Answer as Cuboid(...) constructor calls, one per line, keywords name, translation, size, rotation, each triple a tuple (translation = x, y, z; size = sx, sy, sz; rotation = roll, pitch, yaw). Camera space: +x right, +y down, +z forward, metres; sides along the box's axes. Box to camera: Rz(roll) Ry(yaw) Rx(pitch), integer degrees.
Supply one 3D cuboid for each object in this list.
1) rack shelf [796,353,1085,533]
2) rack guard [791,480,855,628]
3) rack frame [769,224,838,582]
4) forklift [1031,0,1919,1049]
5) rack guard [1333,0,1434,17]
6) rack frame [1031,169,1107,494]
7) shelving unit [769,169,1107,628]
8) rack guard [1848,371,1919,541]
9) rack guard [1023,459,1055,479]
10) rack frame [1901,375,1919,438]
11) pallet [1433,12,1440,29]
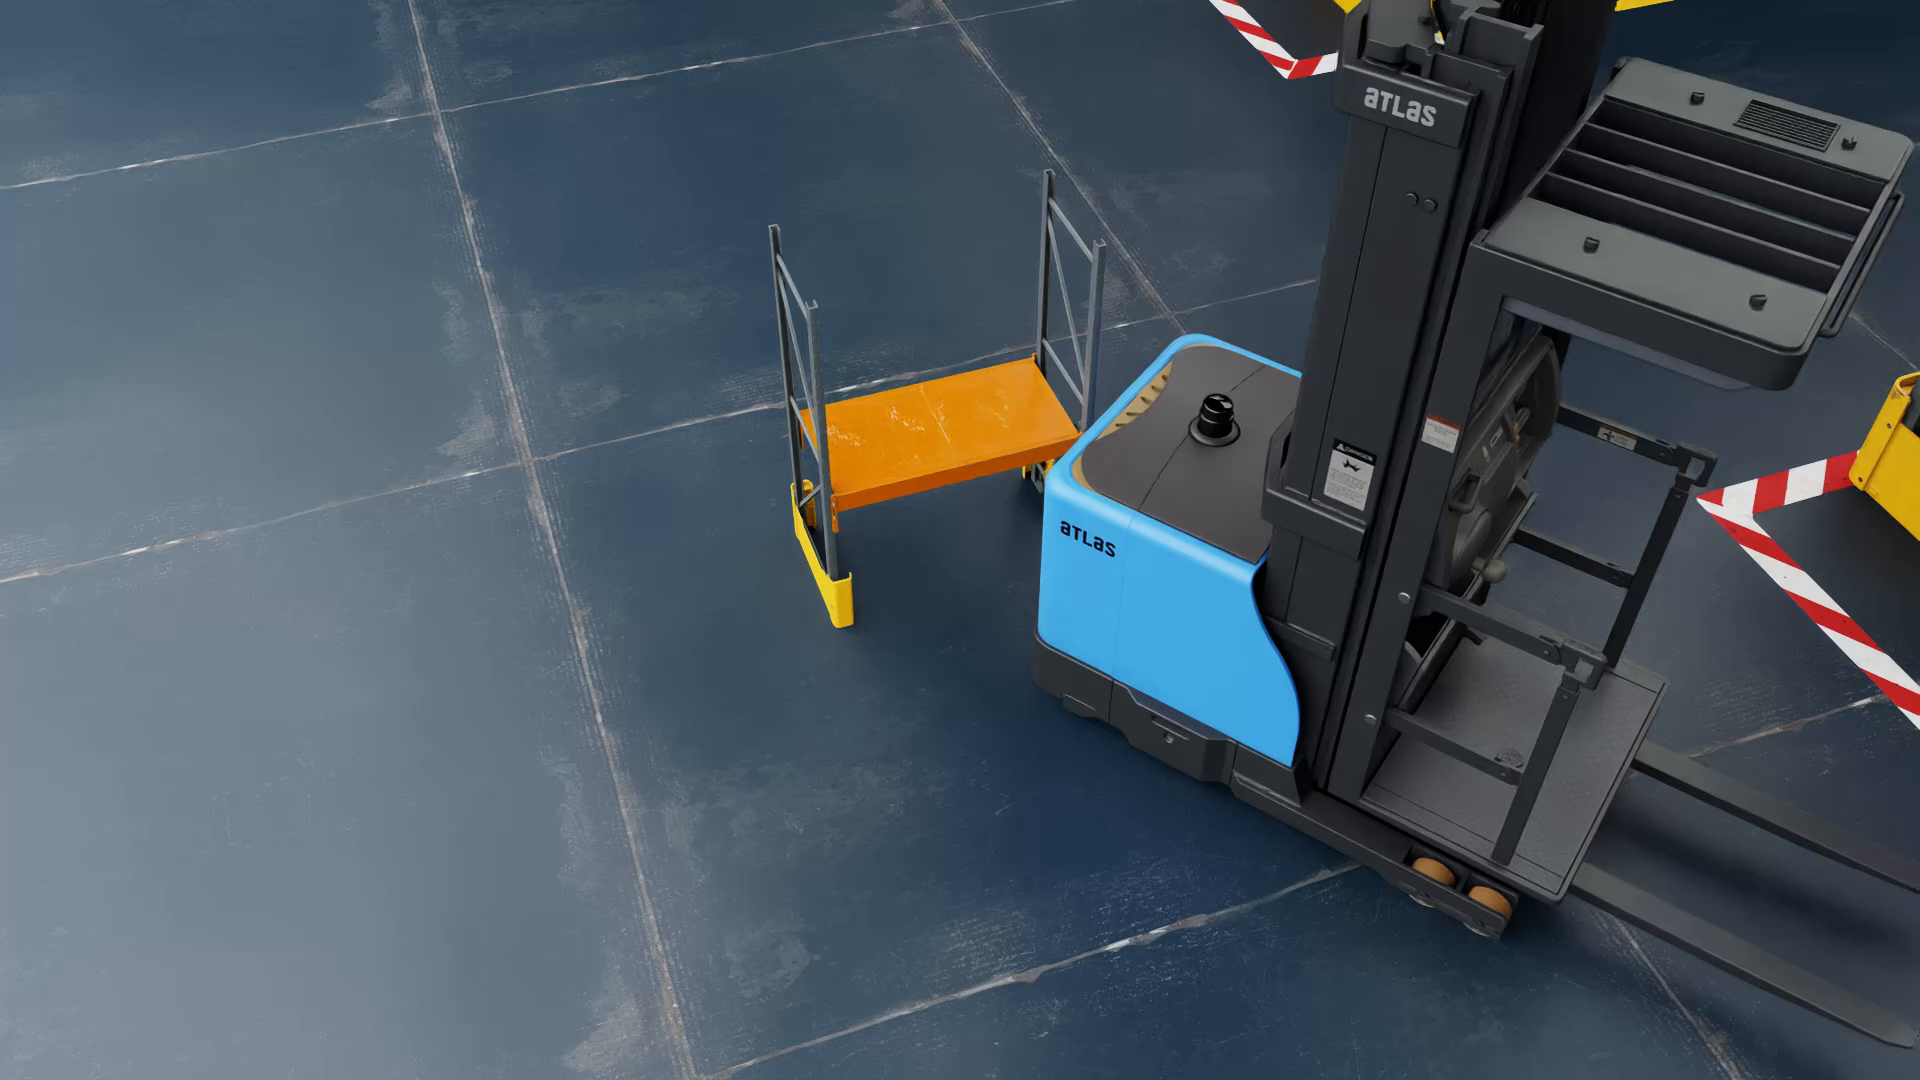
Cuboid(name="rack shelf", translation=(-0.080, -0.382, 6.326), size=(1.000, 0.185, 0.538), rotation=(-14, 47, -14))
Cuboid(name="rack guard", translation=(-0.540, 0.050, 6.524), size=(0.087, 0.250, 0.587), rotation=(-14, 47, -14))
Cuboid(name="rack frame", translation=(-0.558, -0.387, 6.077), size=(0.032, 1.500, 0.500), rotation=(-14, 47, -14))
Cuboid(name="forklift", translation=(1.767, -0.171, 4.851), size=(3.031, 2.935, 1.130), rotation=(26, 51, 24))
Cuboid(name="rack guard", translation=(2.392, -3.447, 9.833), size=(0.348, 0.500, 1.175), rotation=(-14, 47, -14))
Cuboid(name="rack frame", translation=(0.398, -0.631, 6.320), size=(0.032, 1.500, 0.500), rotation=(-14, 47, -14))
Cuboid(name="shelving unit", translation=(-0.072, -0.511, 6.201), size=(1.083, 1.500, 0.587), rotation=(-14, 47, -14))
Cuboid(name="rack guard", translation=(4.090, -0.116, 6.513), size=(0.348, 0.500, 1.175), rotation=(-14, 47, -14))
Cuboid(name="rack guard", translation=(0.397, -0.190, 6.763), size=(0.087, 0.250, 0.587), rotation=(-14, 47, -14))
Cuboid(name="rack frame", translation=(4.018, -0.981, 5.609), size=(0.127, 3.000, 1.000), rotation=(-14, 47, -14))
Cuboid(name="pallet", translation=(3.158, -3.537, 10.126), size=(1.213, 0.211, 1.003), rotation=(-14, 47, -14))
